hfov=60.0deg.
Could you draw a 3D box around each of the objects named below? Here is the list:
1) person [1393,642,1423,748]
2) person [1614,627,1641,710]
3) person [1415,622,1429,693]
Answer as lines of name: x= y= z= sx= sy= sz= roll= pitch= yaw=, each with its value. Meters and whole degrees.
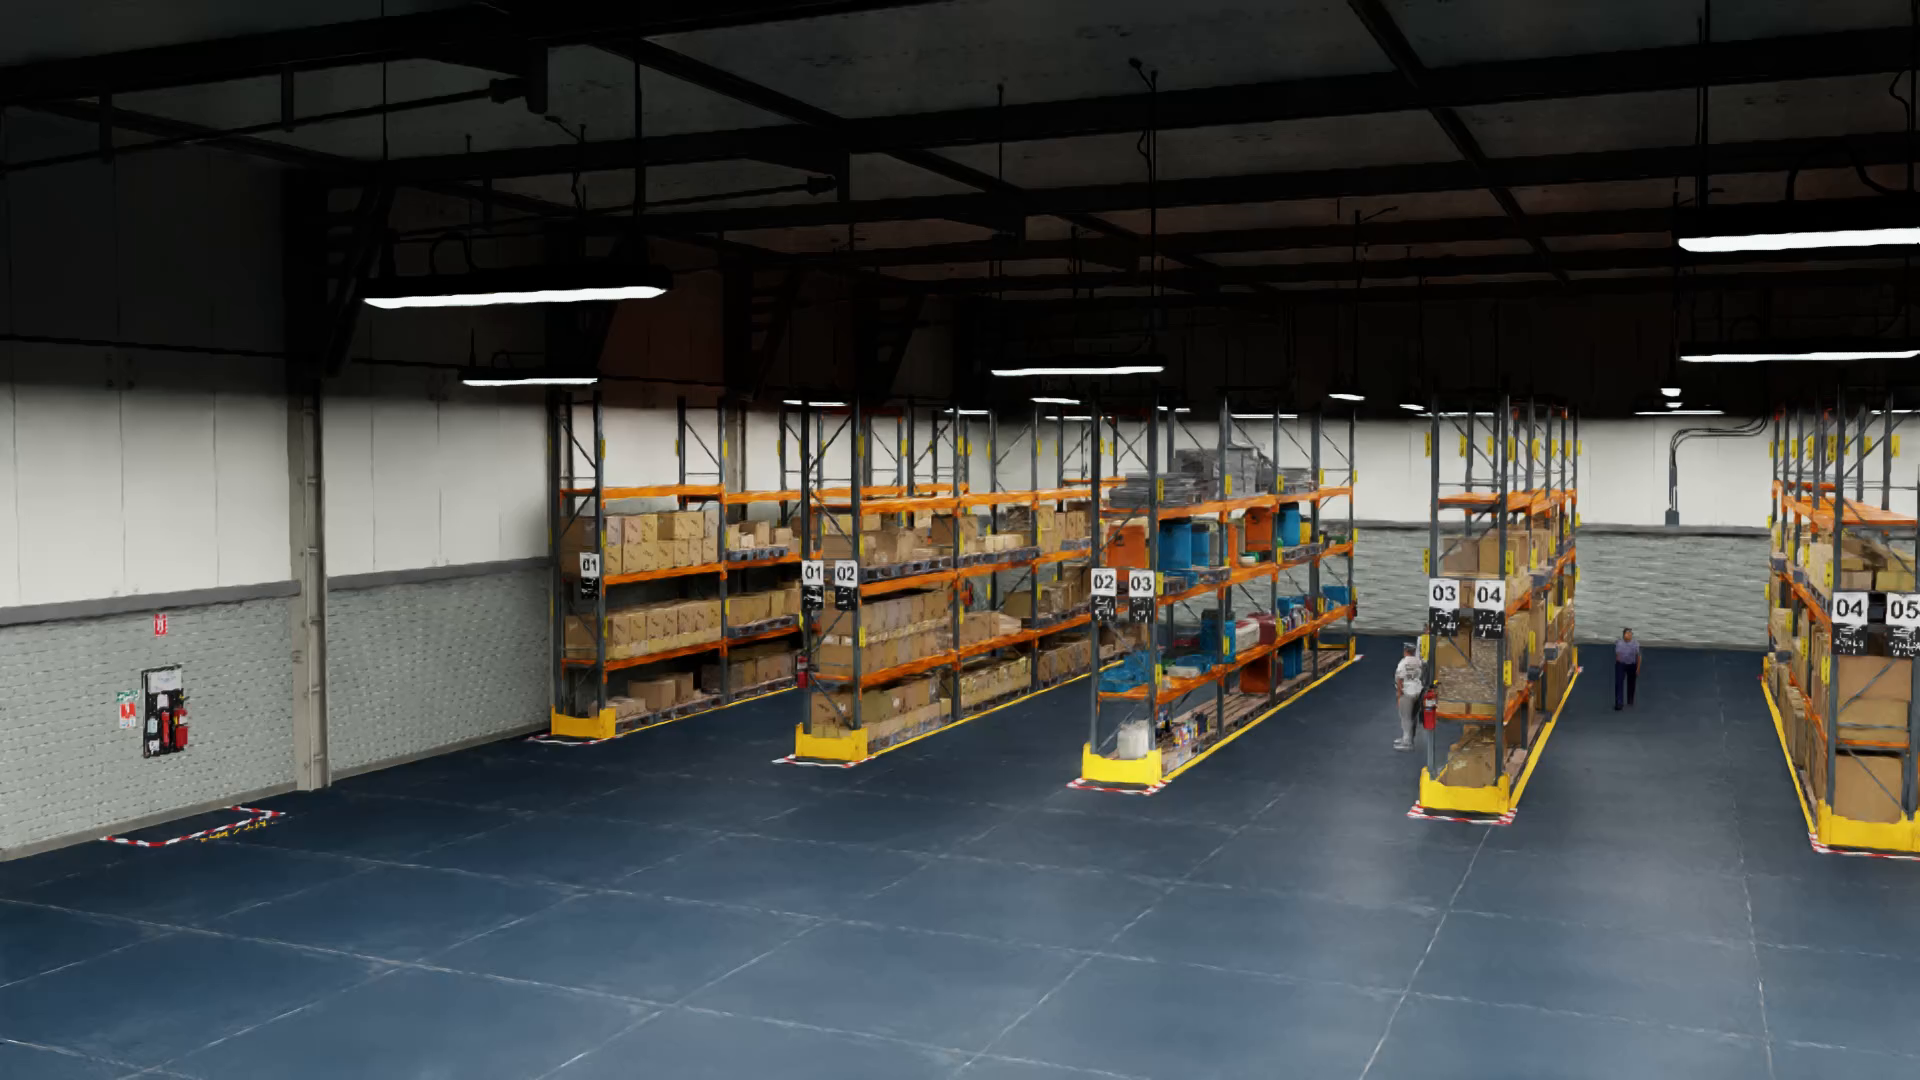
person: x=7.445 y=2.582 z=27.771 sx=0.588 sy=1.755 sz=0.501 roll=-2 pitch=4 yaw=-37
person: x=12.803 y=2.444 z=31.884 sx=0.478 sy=1.567 sz=1.083 roll=1 pitch=3 yaw=21
person: x=9.175 y=2.386 z=32.614 sx=0.495 sy=1.589 sz=1.086 roll=2 pitch=3 yaw=26
